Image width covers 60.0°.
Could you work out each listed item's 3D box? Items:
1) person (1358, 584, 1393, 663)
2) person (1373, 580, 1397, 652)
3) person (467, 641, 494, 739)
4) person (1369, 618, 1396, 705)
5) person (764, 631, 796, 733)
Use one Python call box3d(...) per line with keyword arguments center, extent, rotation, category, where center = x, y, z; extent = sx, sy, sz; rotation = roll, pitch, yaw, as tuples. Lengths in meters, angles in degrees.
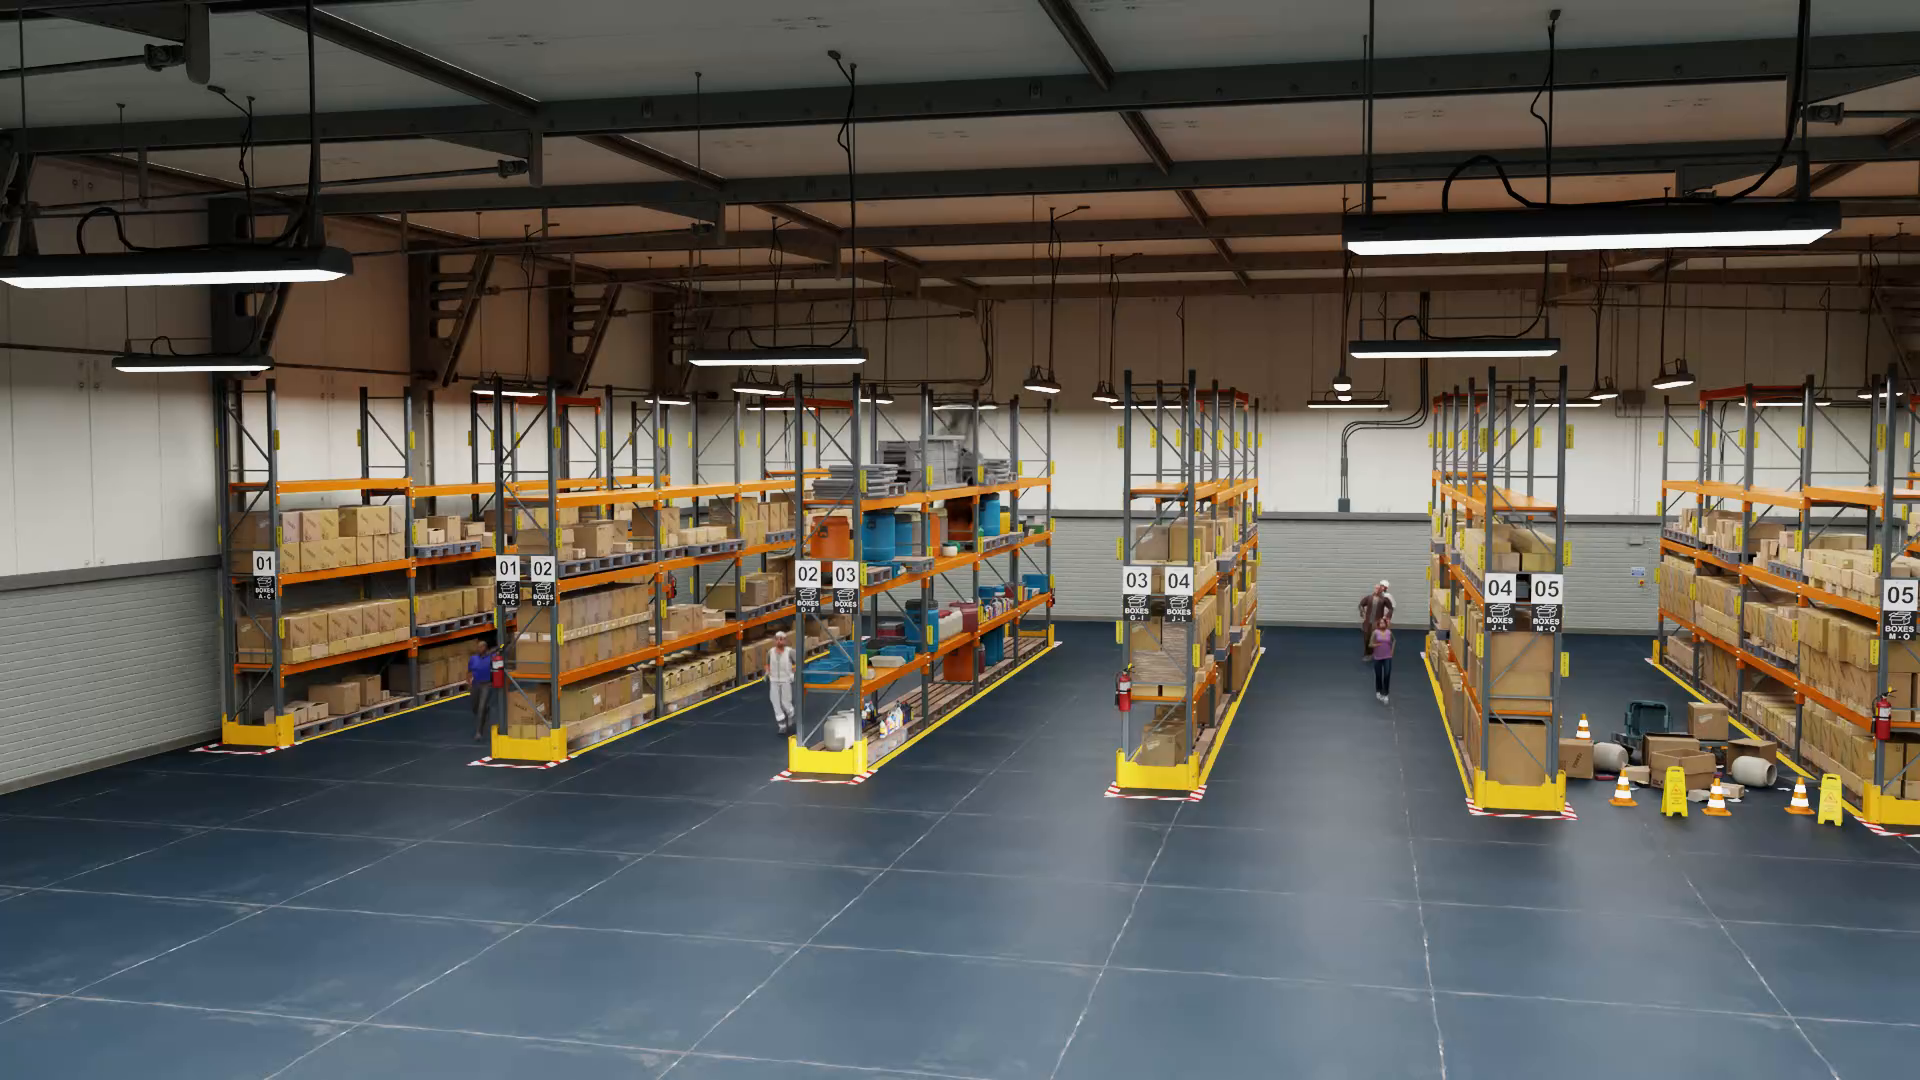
box3d(center=(9.349, 1.888, 37.593), extent=(0.743, 1.763, 0.652), rotation=(2, 4, 30), category="person")
box3d(center=(9.805, 1.816, 38.858), extent=(0.610, 1.765, 0.725), rotation=(-1, 4, -20), category="person")
box3d(center=(-8.091, 2.527, 28.234), extent=(0.568, 1.632, 0.870), rotation=(0, 3, 6), category="person")
box3d(center=(8.056, 2.309, 31.718), extent=(0.516, 1.607, 0.685), rotation=(1, 3, 11), category="person")
box3d(center=(-3.046, 2.426, 28.389), extent=(0.636, 1.741, 0.586), rotation=(1, 3, 10), category="person")
